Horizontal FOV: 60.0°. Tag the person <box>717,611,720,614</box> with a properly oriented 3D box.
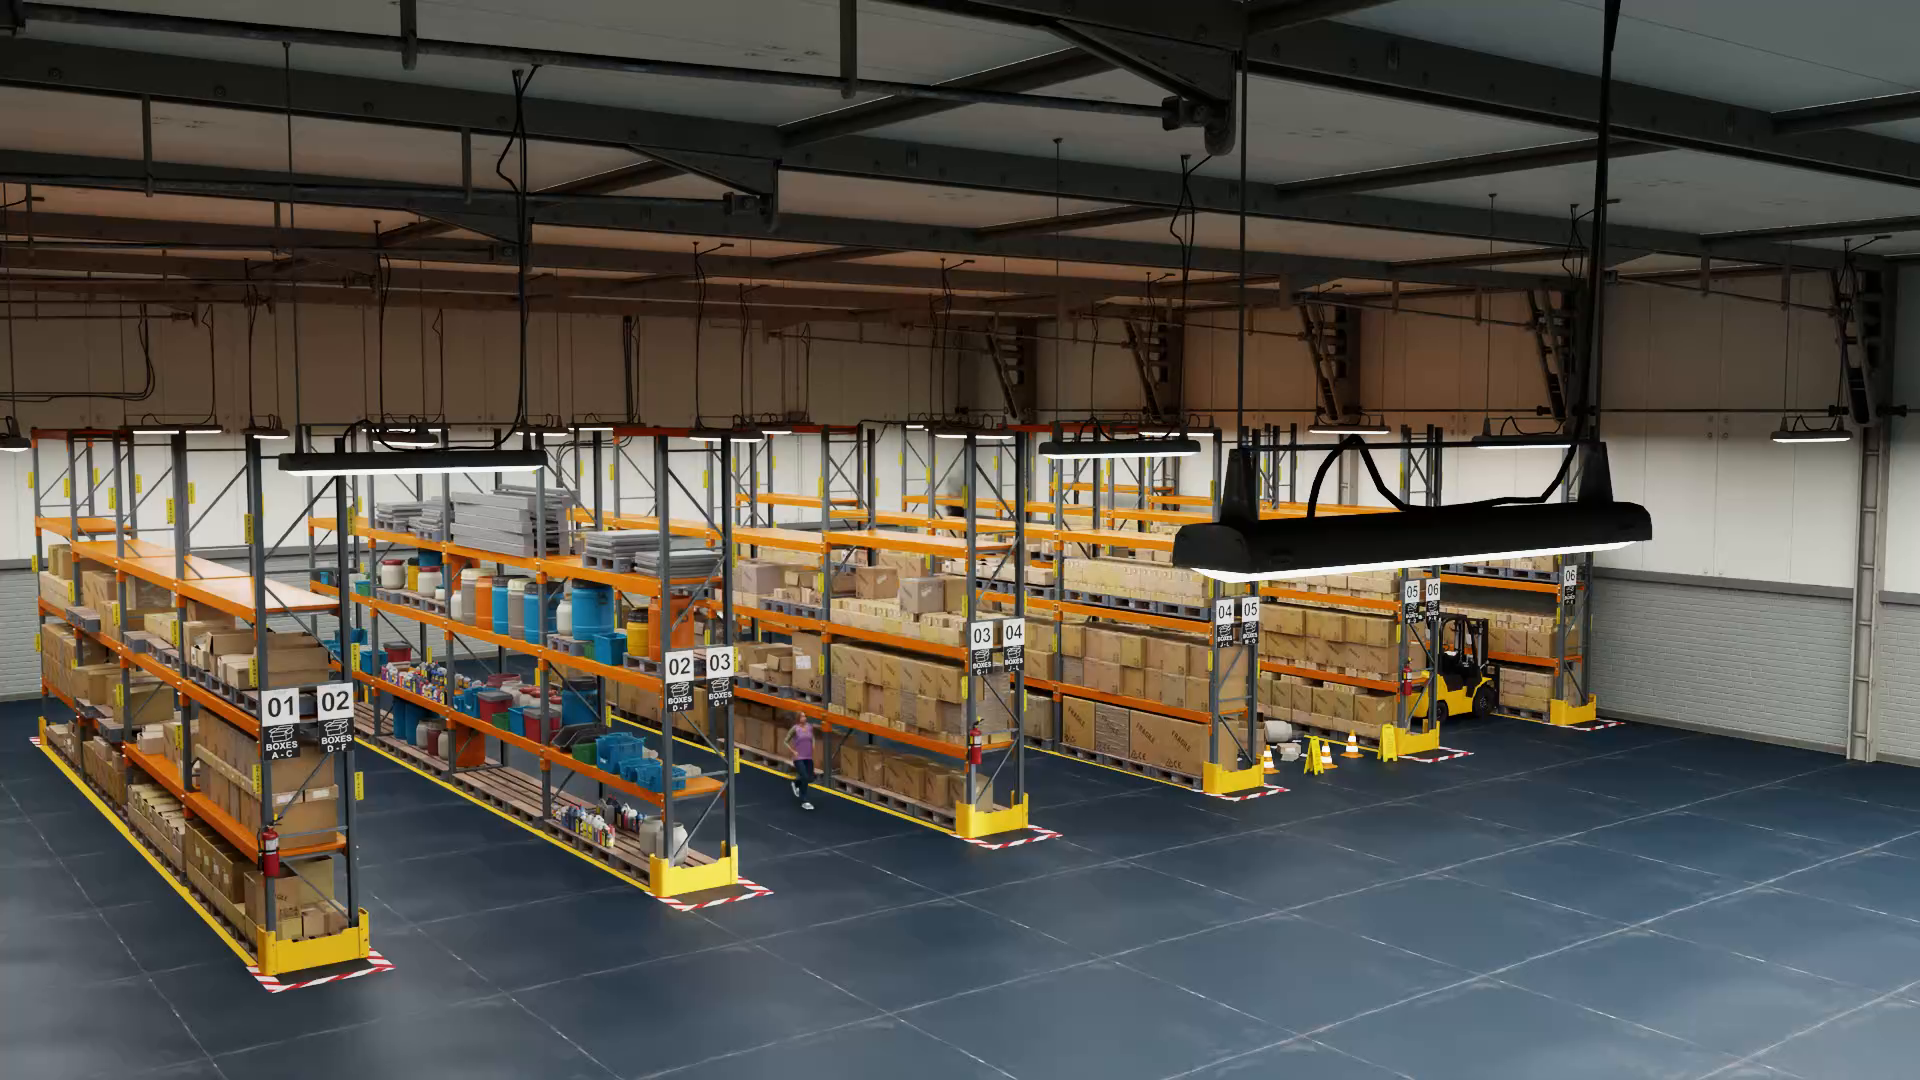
[{"bbox_3d":[-8.102,1.359,24.756,20.259,5.939,31.524,2,5,24],"label":"person"}]

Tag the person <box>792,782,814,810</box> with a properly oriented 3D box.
[{"bbox_3d":[-2.507,4.066,26.550,0.189,0.362,0.680,-4,6,-38],"label":"person"}]
